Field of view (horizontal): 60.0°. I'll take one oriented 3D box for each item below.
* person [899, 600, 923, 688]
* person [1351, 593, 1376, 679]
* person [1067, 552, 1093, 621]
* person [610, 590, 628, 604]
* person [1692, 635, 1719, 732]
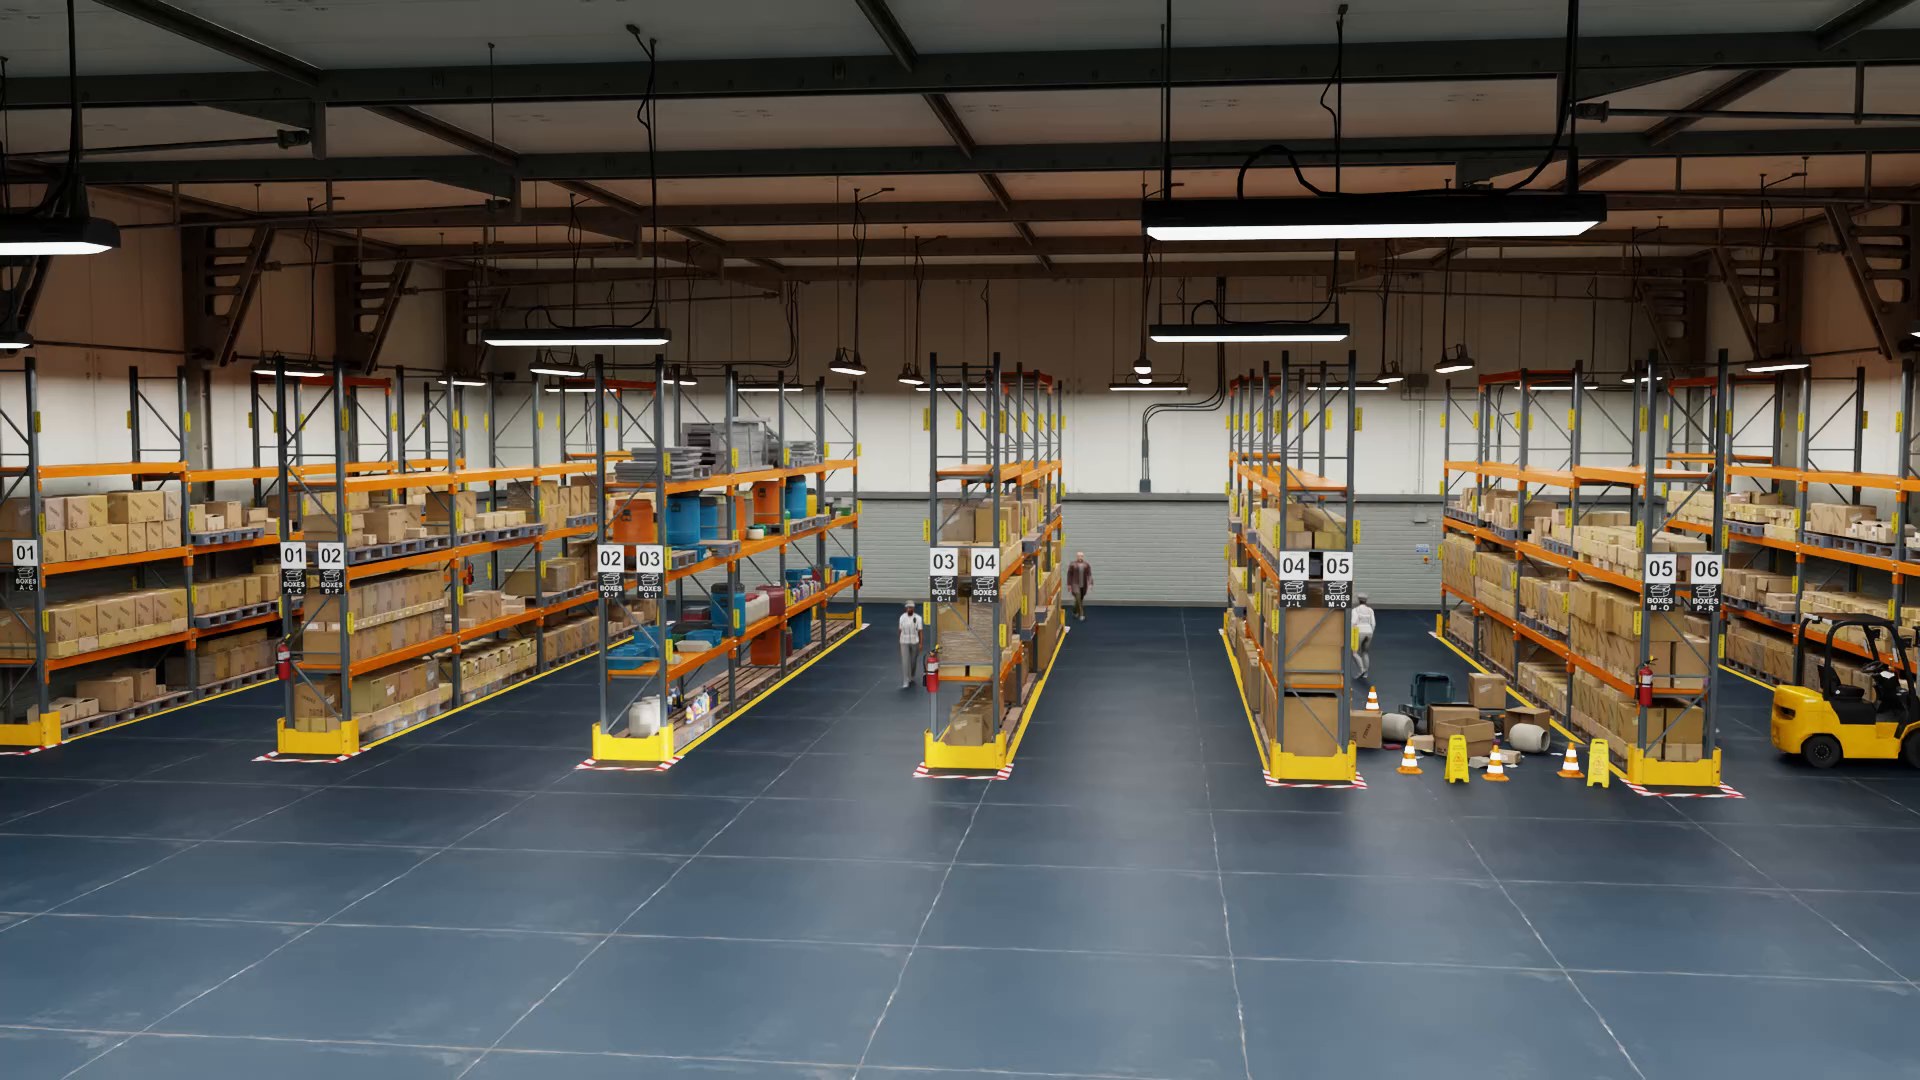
[{"bbox_3d":[-0.928,1.943,31.530,0.457,1.622,1.062,0,4,-4],"label":"person"},{"bbox_3d":[7.898,1.885,32.569,0.553,1.646,0.539,-1,4,-17],"label":"person"},{"bbox_3d":[3.034,1.144,42.002,0.584,1.708,1.191,-1,4,-19],"label":"person"},{"bbox_3d":[-8.739,1.188,42.354,0.416,1.593,1.070,3,5,40],"label":"person"},{"bbox_3d":[11.888,2.330,26.593,0.462,1.596,0.480,0,4,6],"label":"person"}]
